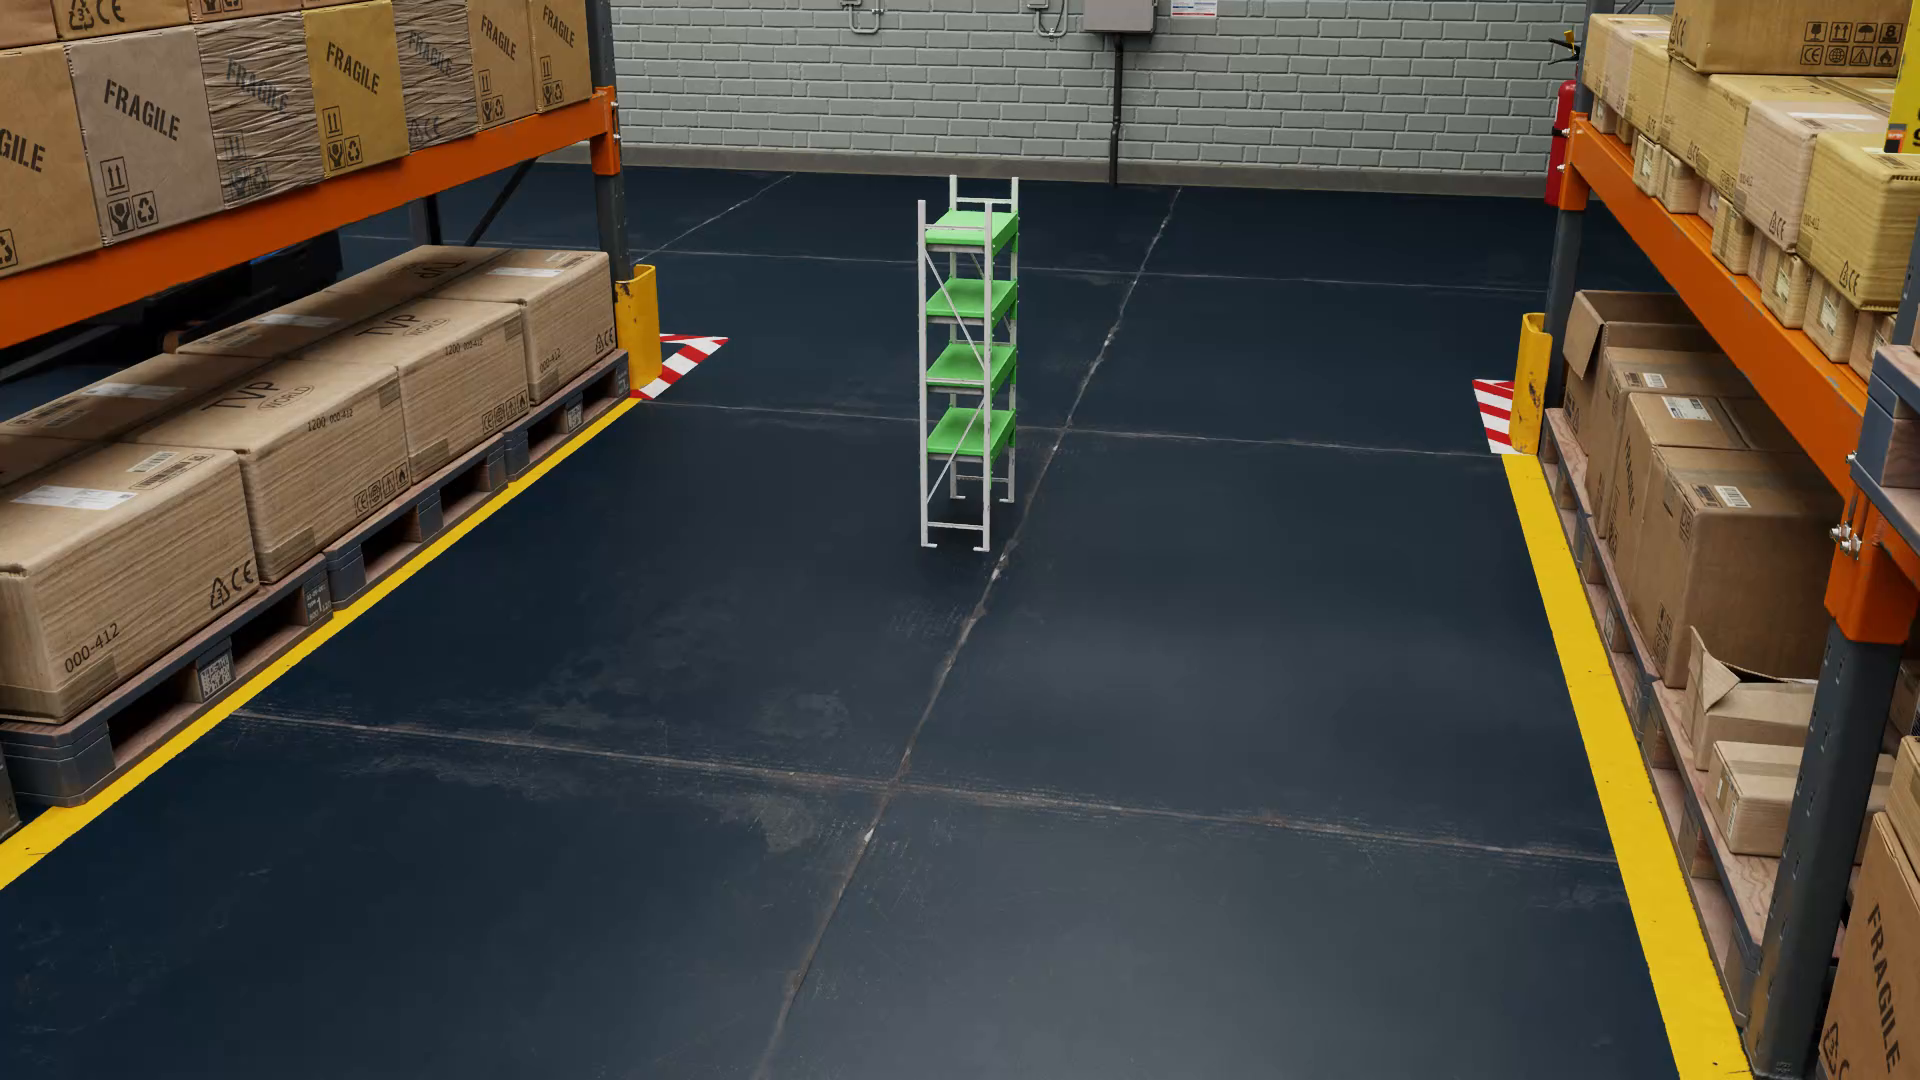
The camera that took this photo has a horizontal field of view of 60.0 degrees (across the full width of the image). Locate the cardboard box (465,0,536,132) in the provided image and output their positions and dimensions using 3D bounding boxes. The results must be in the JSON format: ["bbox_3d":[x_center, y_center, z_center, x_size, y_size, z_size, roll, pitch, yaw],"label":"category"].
[{"bbox_3d":[-1.951,-1.830,6.249,0.500,0.500,0.500,4,22,10],"label":"cardboard box"}]

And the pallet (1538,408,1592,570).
[{"bbox_3d":[2.688,-0.173,6.000,1.003,0.211,1.213,4,22,11],"label":"pallet"}]

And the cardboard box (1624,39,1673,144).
[{"bbox_3d":[2.306,-1.339,4.965,0.500,0.250,0.500,4,22,10],"label":"cardboard box"}]

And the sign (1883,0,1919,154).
[{"bbox_3d":[1.516,-0.763,2.574,0.100,0.325,0.005,4,22,11],"label":"sign"}]

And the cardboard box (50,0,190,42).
[{"bbox_3d":[-2.368,-1.550,4.215,0.500,0.500,0.500,4,22,10],"label":"cardboard box"}]

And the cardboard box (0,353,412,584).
[{"bbox_3d":[-2.396,-0.255,5.339,0.875,0.438,0.875,4,22,9],"label":"cardboard box"}]

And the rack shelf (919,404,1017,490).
[{"bbox_3d":[0.034,-0.335,5.893,0.258,0.148,0.480,4,22,11],"label":"rack shelf"}]

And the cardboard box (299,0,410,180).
[{"bbox_3d":[-2.139,-1.451,5.308,0.500,0.500,0.500,5,22,13],"label":"cardboard box"}]

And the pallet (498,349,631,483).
[{"bbox_3d":[-2.081,-0.571,6.988,1.003,0.211,1.213,4,22,11],"label":"pallet"}]

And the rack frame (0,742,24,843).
[{"bbox_3d":[-2.811,-0.700,3.576,1.000,3.000,0.127,4,22,11],"label":"rack frame"}]

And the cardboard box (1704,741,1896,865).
[{"bbox_3d":[1.875,0.579,3.656,0.380,0.149,0.250,4,22,9],"label":"cardboard box"}]

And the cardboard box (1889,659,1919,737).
[{"bbox_3d":[2.504,0.423,4.043,0.380,0.149,0.250,4,22,10],"label":"cardboard box"}]

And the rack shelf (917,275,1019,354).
[{"bbox_3d":[0.034,-0.780,5.714,0.258,0.148,0.480,4,22,11],"label":"rack shelf"}]

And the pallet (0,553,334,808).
[{"bbox_3d":[-2.579,0.322,4.773,1.003,0.211,1.213,4,22,11],"label":"pallet"}]

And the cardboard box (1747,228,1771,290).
[{"bbox_3d":[2.008,-0.630,3.738,0.380,0.149,0.250,5,22,12],"label":"cardboard box"}]

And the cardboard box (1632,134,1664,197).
[{"bbox_3d":[2.218,-1.102,4.912,0.380,0.149,0.250,4,22,9],"label":"cardboard box"}]

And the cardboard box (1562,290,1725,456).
[{"bbox_3d":[2.648,-0.606,6.123,0.797,0.503,0.637,4,22,9],"label":"cardboard box"}]

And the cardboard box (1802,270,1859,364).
[{"bbox_3d":[1.899,-0.439,3.265,0.380,0.149,0.250,5,22,12],"label":"cardboard box"}]

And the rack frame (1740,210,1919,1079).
[{"bbox_3d":[2.049,-0.323,2.640,1.000,3.000,0.127,4,22,11],"label":"rack frame"}]

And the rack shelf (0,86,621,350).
[{"bbox_3d":[-2.403,-1.098,5.527,1.077,0.370,4.000,4,22,11],"label":"rack shelf"}]

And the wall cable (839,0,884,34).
[{"bbox_3d":[-0.867,-4.712,12.138,0.585,1.953,0.123,4,22,11],"label":"wall cable"}]

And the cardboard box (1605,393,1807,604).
[{"bbox_3d":[2.229,-0.109,4.893,0.500,0.500,0.500,5,22,12],"label":"cardboard box"}]

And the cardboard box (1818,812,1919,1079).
[{"bbox_3d":[1.730,0.802,2.632,0.500,0.500,0.500,5,23,13],"label":"cardboard box"}]

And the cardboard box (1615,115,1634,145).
[{"bbox_3d":[2.523,-1.473,5.833,0.380,0.149,0.250,5,22,12],"label":"cardboard box"}]

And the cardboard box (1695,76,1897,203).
[{"bbox_3d":[2.116,-0.962,4.029,0.500,0.250,0.500,4,22,11],"label":"cardboard box"}]

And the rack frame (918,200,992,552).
[{"bbox_3d":[-0.016,-0.528,5.558,0.240,1.200,0.015,4,22,11],"label":"rack frame"}]

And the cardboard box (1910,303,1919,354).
[{"bbox_3d":[1.731,-0.404,2.146,0.700,0.500,0.500,5,22,12],"label":"cardboard box"}]

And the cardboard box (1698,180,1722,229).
[{"bbox_3d":[2.199,-0.905,4.422,0.380,0.149,0.250,4,22,11],"label":"cardboard box"}]

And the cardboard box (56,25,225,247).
[{"bbox_3d":[-2.352,-1.082,4.390,0.500,0.500,0.500,5,22,11],"label":"cardboard box"}]

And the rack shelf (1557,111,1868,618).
[{"bbox_3d":[2.457,-0.721,4.590,1.077,0.370,4.000,4,22,11],"label":"rack shelf"}]

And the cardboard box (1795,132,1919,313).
[{"bbox_3d":[1.914,-0.596,3.121,0.500,0.250,0.500,5,22,12],"label":"cardboard box"}]

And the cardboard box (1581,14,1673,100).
[{"bbox_3d":[2.509,-1.709,5.884,0.500,0.250,0.500,5,22,11],"label":"cardboard box"}]

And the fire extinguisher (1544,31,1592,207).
[{"bbox_3d":[2.443,-1.666,6.577,0.296,0.674,0.183,4,22,11],"label":"fire extinguisher"}]

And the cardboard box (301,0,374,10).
[{"bbox_3d":[-2.147,-1.921,5.135,0.500,0.500,0.500,4,22,11],"label":"cardboard box"}]

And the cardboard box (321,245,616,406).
[{"bbox_3d":[-2.032,-0.920,6.990,0.875,0.438,0.875,4,22,9],"label":"cardboard box"}]

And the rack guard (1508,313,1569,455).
[{"bbox_3d":[2.850,-0.598,6.670,1.175,0.500,0.348,4,22,11],"label":"rack guard"}]

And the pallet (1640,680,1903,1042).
[{"bbox_3d":[2.190,0.720,3.784,1.003,0.211,1.213,4,22,11],"label":"pallet"}]

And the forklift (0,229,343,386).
[{"bbox_3d":[-4.186,-2.328,7.709,1.130,2.935,3.031,2,22,5],"label":"forklift"}]

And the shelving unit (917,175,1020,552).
[{"bbox_3d":[0.034,-0.617,5.780,0.258,1.200,0.503,4,22,11],"label":"shelving unit"}]
